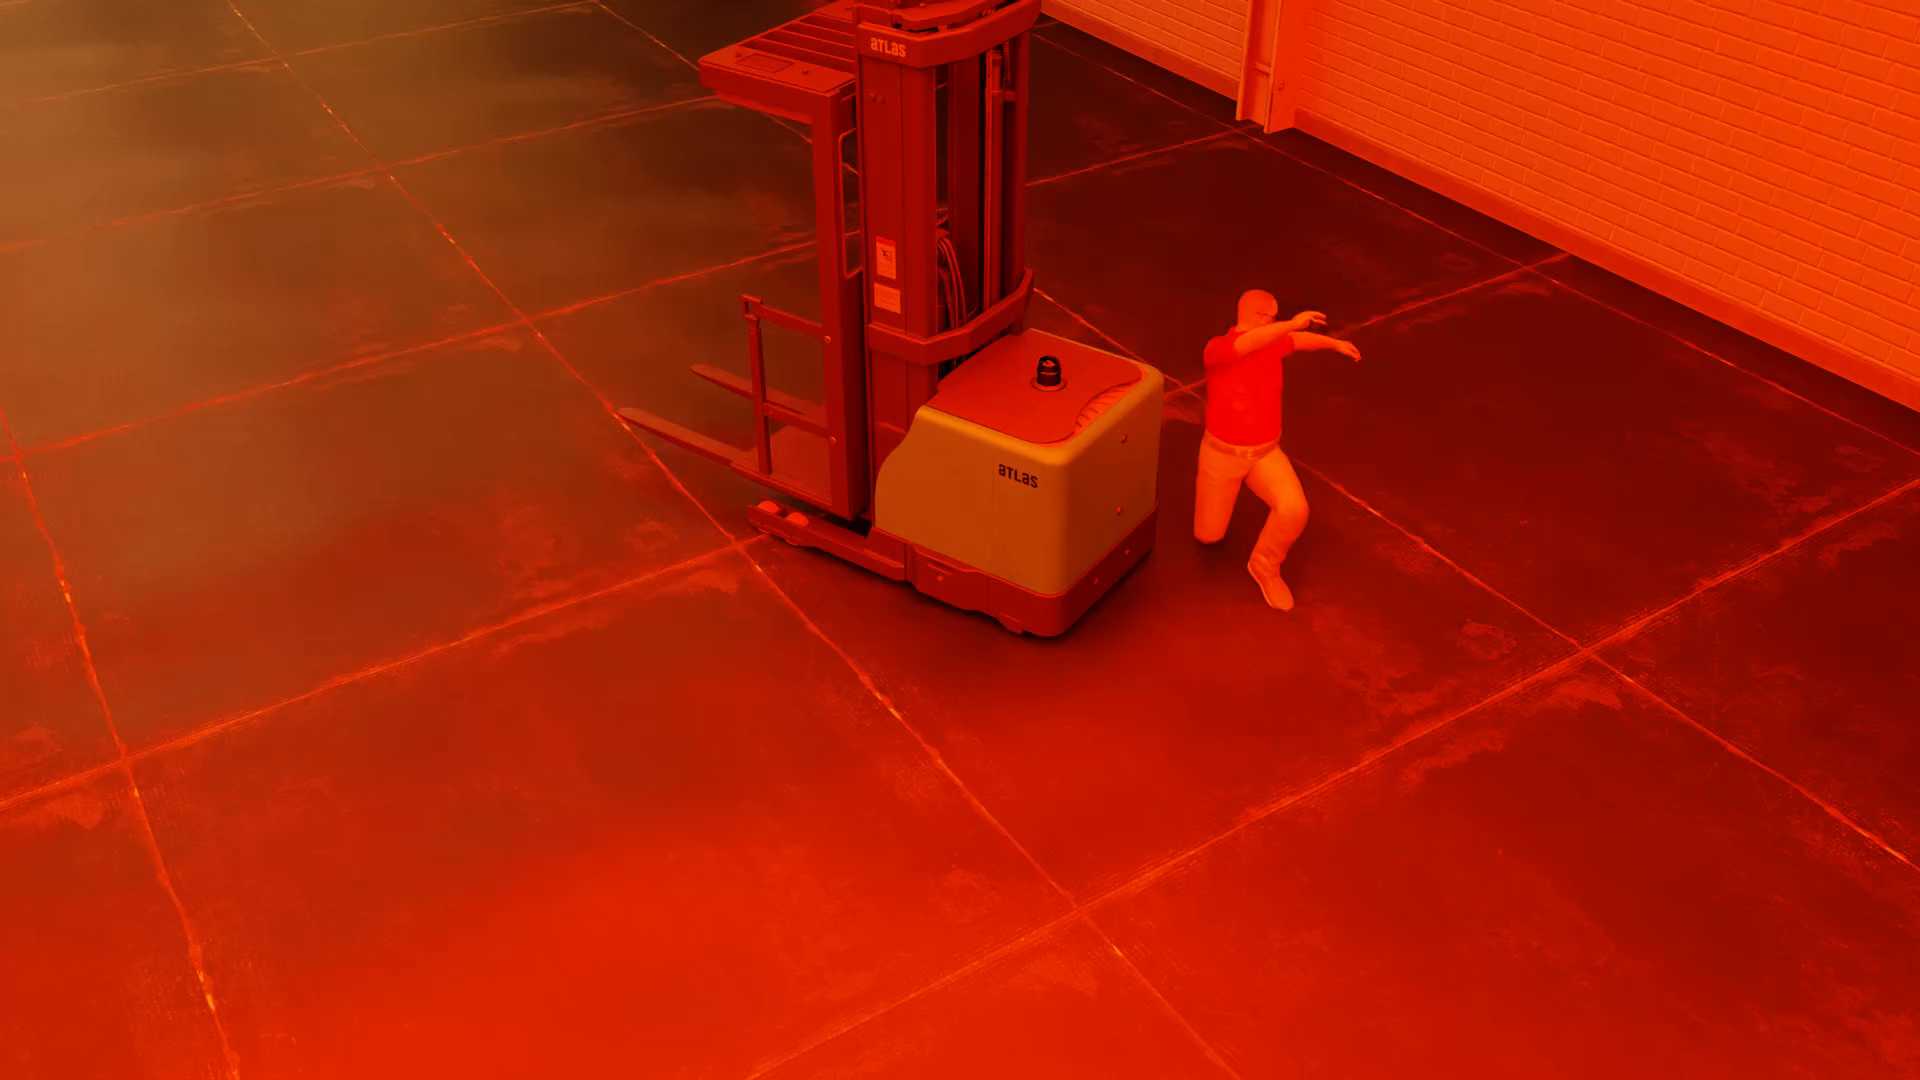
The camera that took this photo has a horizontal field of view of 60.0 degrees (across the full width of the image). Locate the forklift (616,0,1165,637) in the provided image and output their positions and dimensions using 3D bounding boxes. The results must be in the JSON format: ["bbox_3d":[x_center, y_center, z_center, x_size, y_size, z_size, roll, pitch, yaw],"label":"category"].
[{"bbox_3d":[-0.500,-1.399,8.138,3.031,2.935,1.130,22,41,28],"label":"forklift"}]

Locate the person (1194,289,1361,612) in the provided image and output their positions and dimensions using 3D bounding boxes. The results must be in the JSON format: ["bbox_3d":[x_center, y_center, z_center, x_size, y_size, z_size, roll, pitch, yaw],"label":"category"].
[{"bbox_3d":[1.664,-0.505,8.199,1.029,1.459,0.920,-11,36,-15],"label":"person"}]
